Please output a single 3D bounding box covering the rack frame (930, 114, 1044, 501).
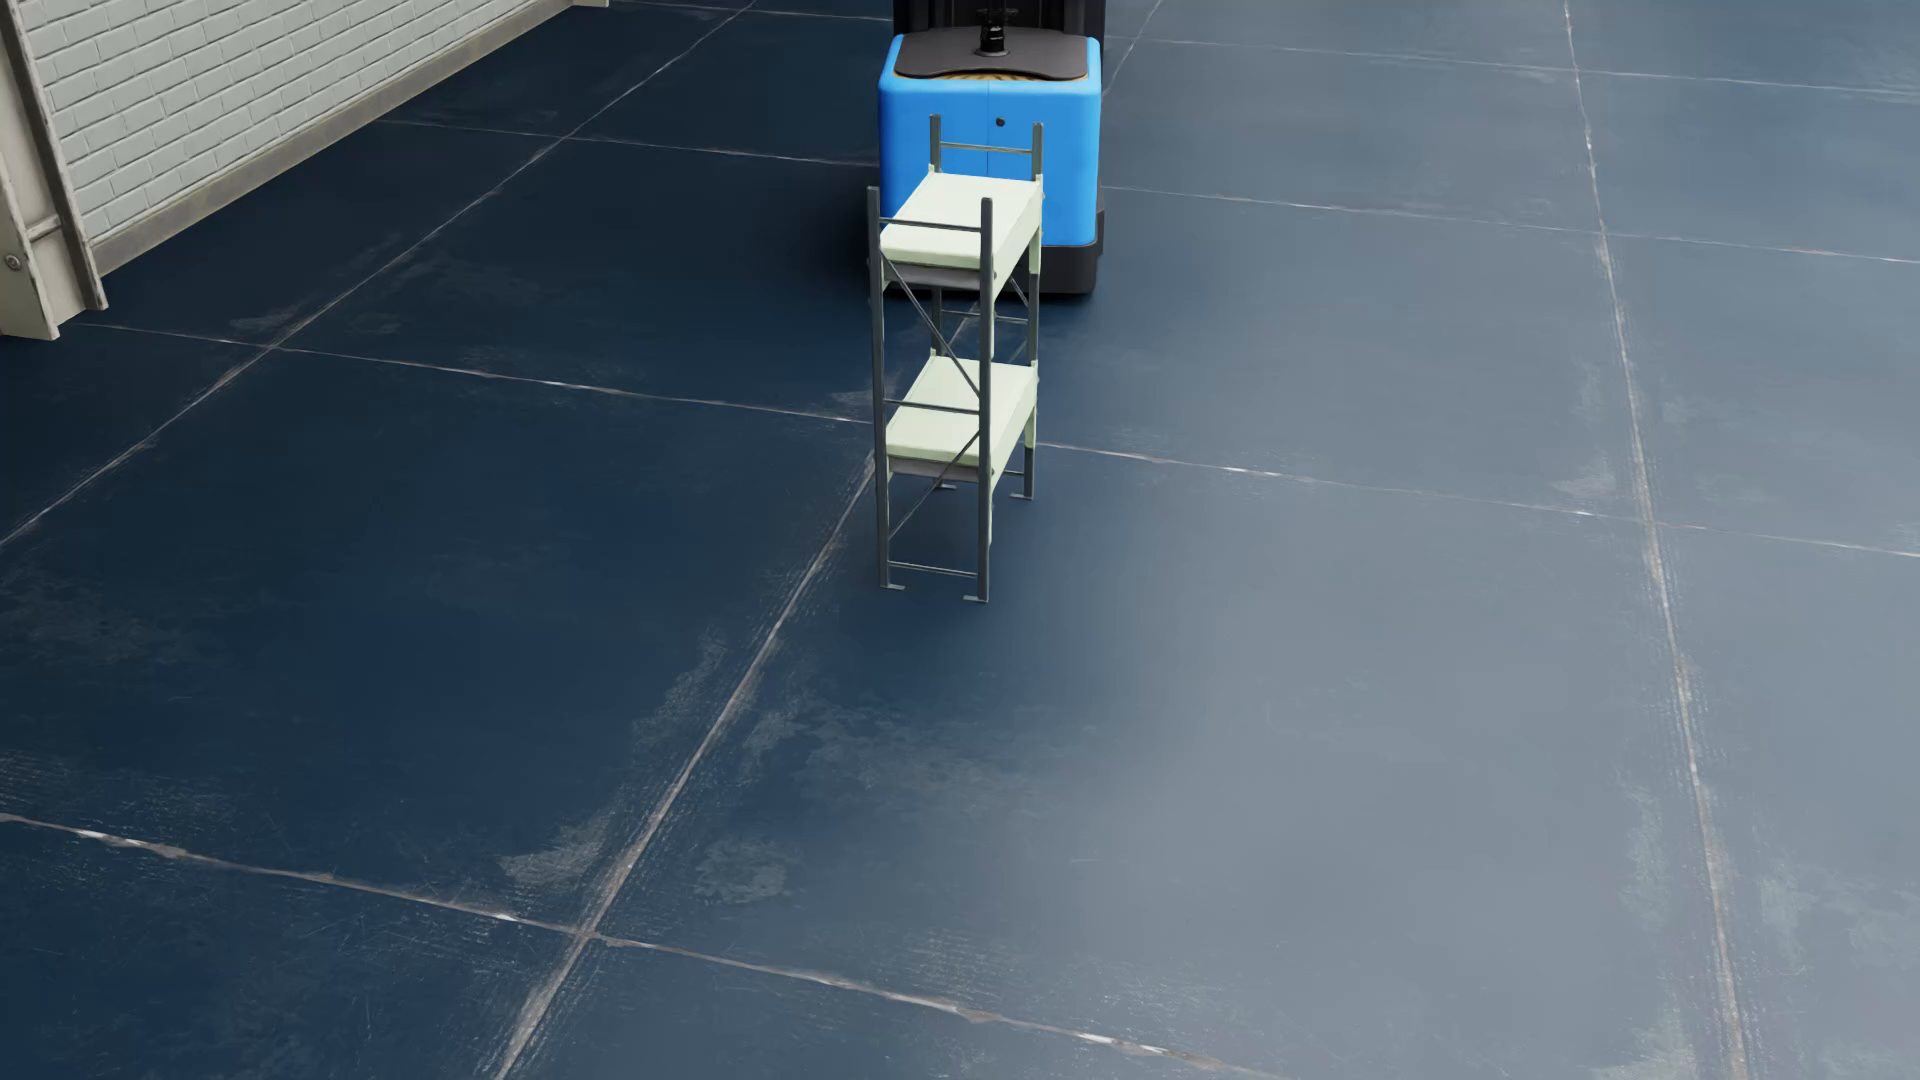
[{"bbox_3d":[0.091,-0.819,6.141,0.400,1.500,0.023,8,33,12],"label":"rack frame"}]

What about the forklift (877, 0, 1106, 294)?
[{"bbox_3d":[0.216,-3.181,8.522,1.130,2.935,3.031,2,32,3],"label":"forklift"}]

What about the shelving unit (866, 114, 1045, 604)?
[{"bbox_3d":[-0.002,-0.629,5.842,0.431,1.500,0.755,8,33,12],"label":"shelving unit"}]

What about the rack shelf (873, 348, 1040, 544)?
[{"bbox_3d":[-0.002,-0.354,6.017,0.431,0.370,0.720,8,33,12],"label":"rack shelf"}]

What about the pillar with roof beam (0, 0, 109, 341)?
[{"bbox_3d":[-0.138,-4.259,4.561,9.100,9.000,0.400,8,33,12],"label":"pillar with roof beam"}]

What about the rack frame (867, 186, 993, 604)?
[{"bbox_3d":[-0.095,-0.440,5.543,0.400,1.500,0.023,8,33,12],"label":"rack frame"}]

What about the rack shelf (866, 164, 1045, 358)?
[{"bbox_3d":[-0.002,-0.959,5.633,0.431,0.370,0.720,8,33,12],"label":"rack shelf"}]

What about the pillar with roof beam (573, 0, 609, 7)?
[{"bbox_3d":[1.384,-7.372,9.459,9.100,9.000,0.400,8,33,12],"label":"pillar with roof beam"}]
